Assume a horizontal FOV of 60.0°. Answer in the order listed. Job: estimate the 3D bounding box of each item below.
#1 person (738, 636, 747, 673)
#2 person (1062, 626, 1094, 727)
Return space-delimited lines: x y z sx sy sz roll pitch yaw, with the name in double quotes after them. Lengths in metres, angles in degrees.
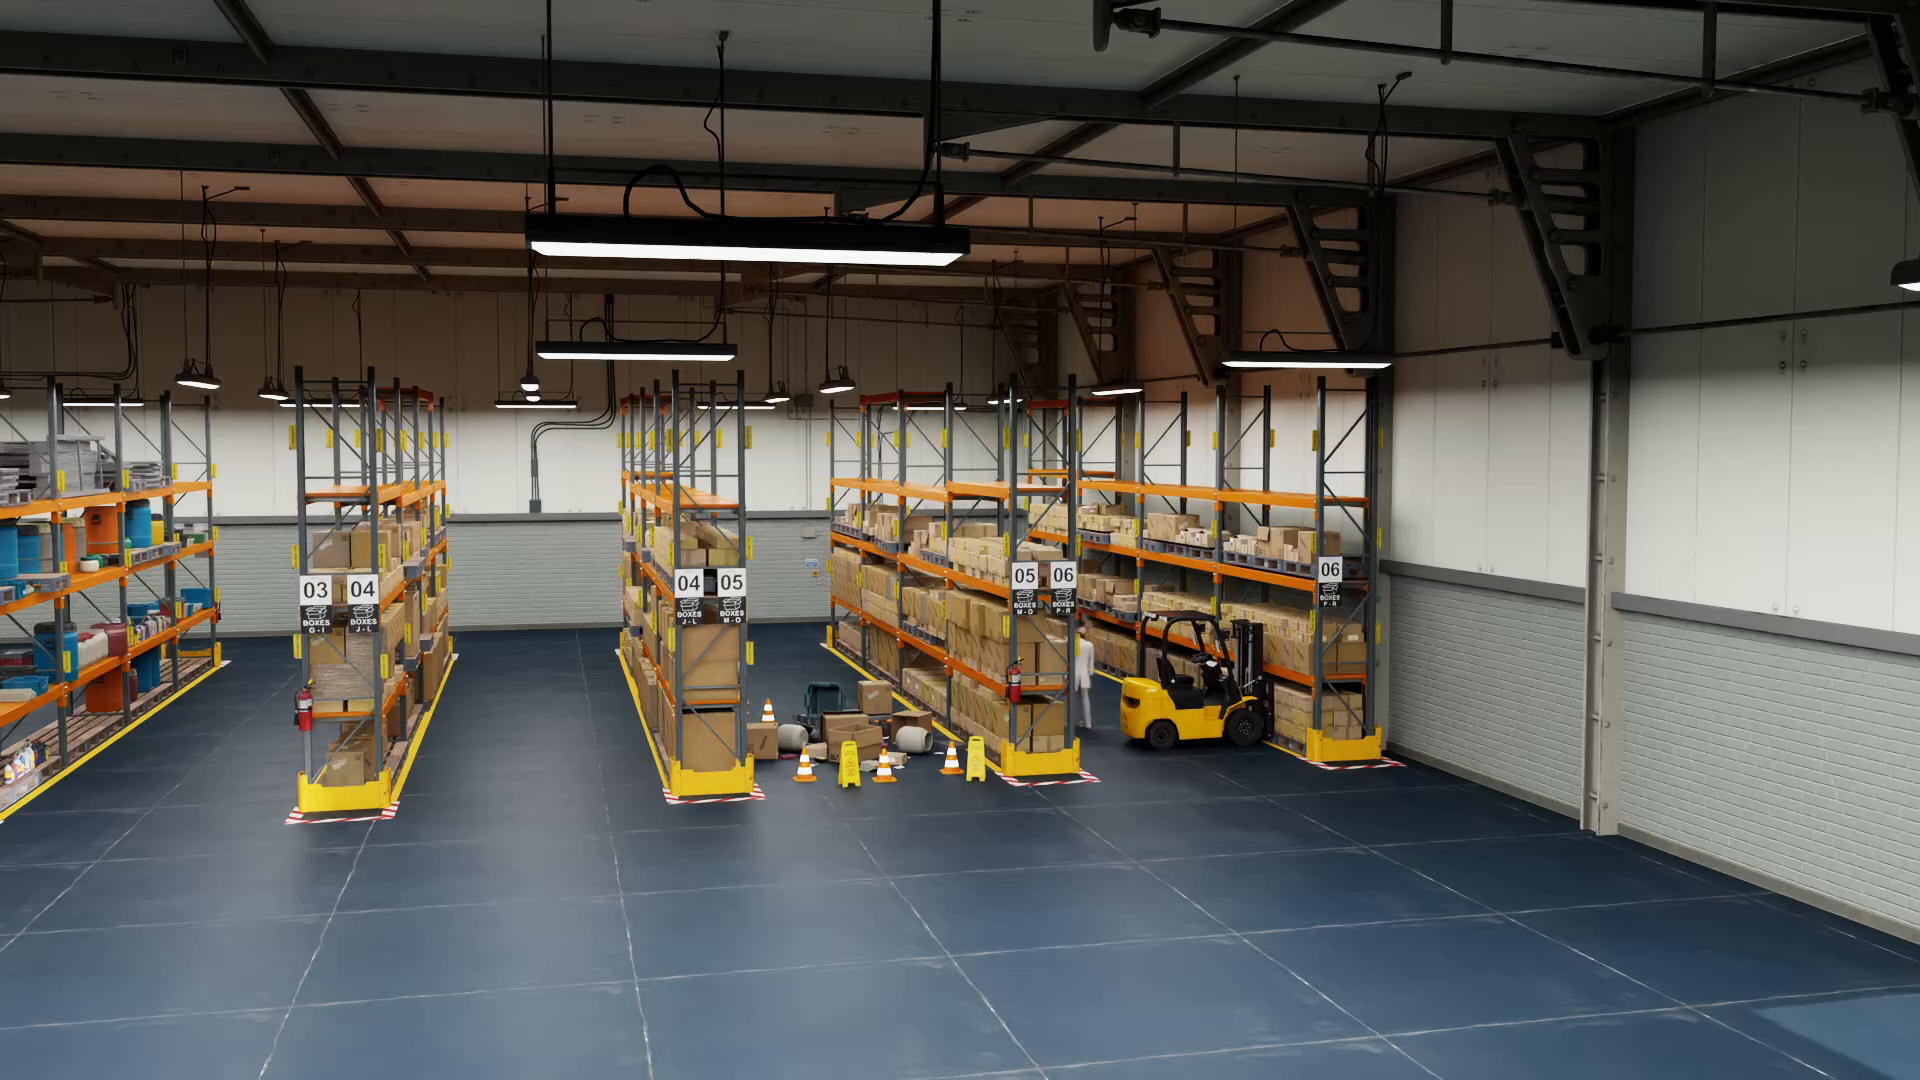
-4.854 2.000 35.624 0.575 1.762 0.533 1 3 10 "person"
2.053 2.394 29.079 0.673 1.778 0.797 -1 4 -18 "person"
